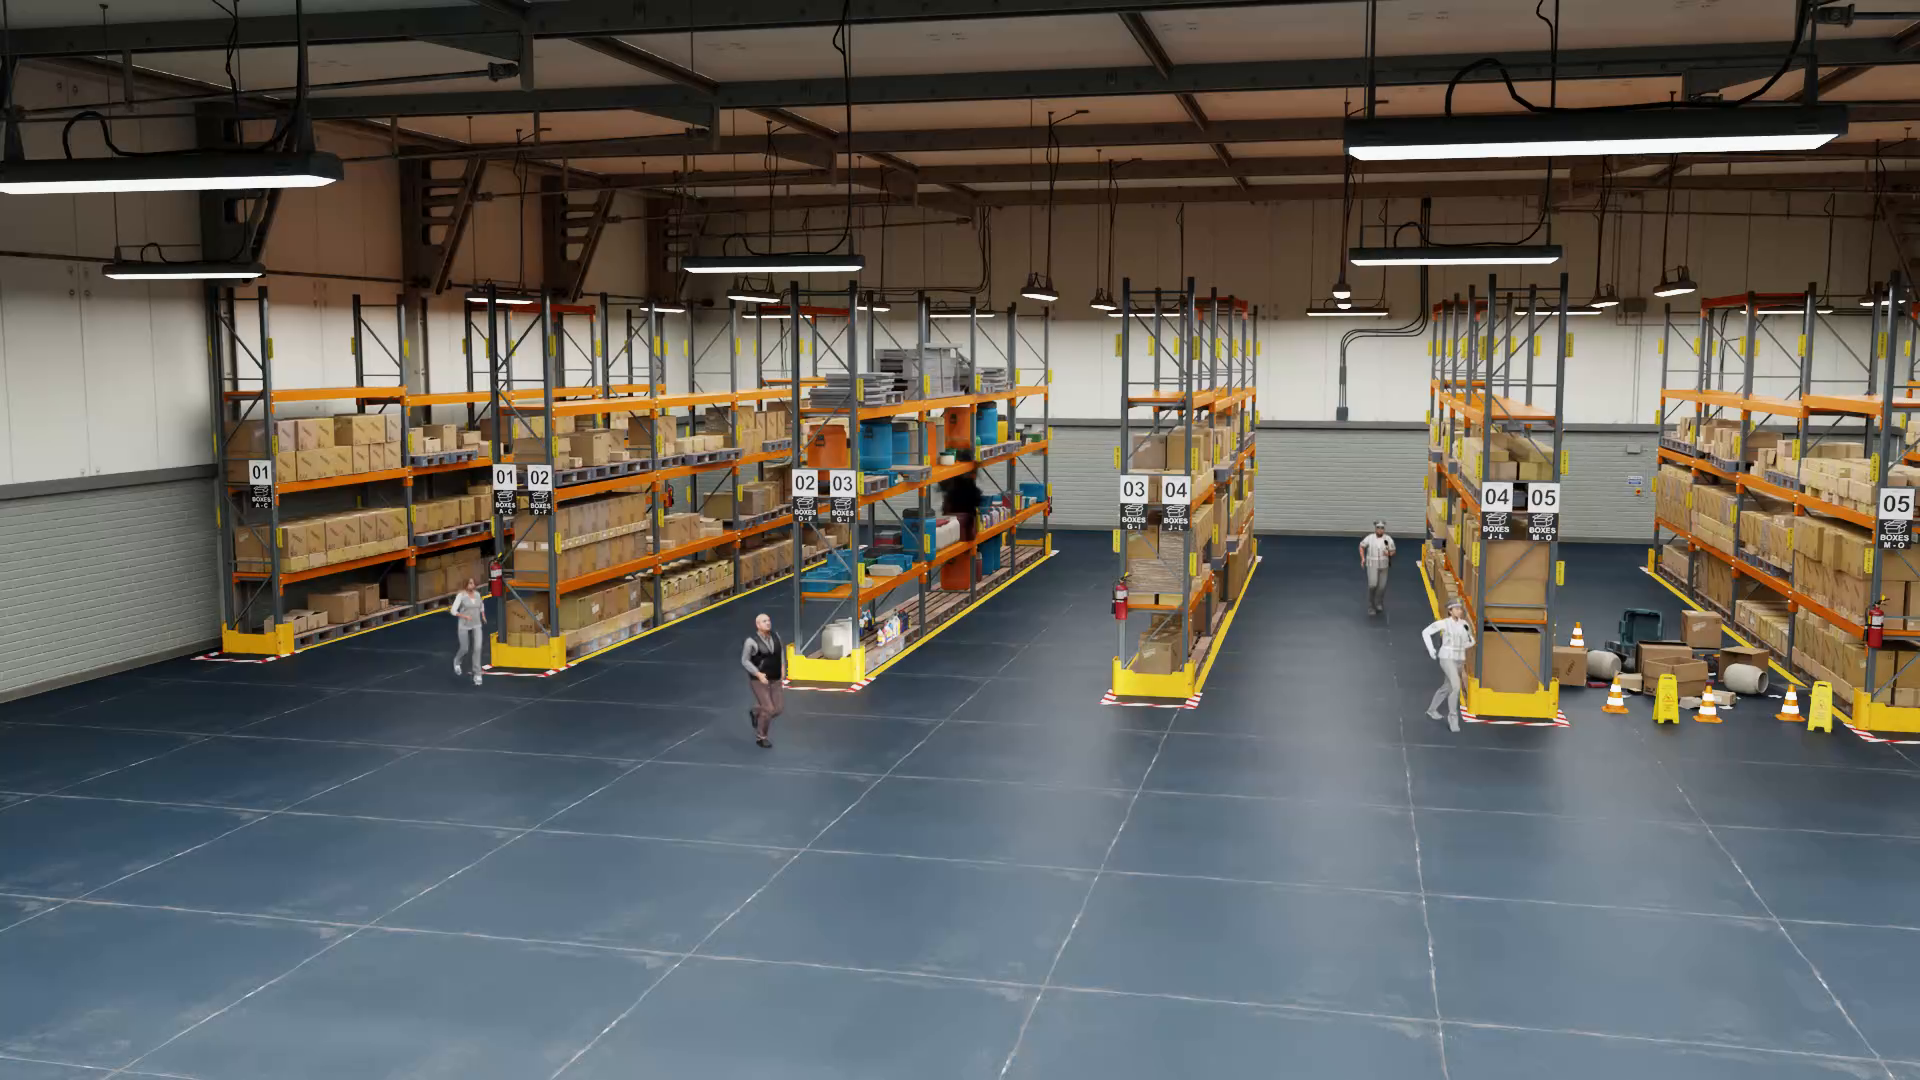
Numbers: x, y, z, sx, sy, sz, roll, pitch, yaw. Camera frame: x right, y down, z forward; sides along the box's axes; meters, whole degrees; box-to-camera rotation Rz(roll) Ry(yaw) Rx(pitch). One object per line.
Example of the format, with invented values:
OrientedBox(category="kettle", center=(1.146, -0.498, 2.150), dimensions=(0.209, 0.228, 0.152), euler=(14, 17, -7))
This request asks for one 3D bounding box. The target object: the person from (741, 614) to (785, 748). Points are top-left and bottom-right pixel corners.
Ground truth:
OrientedBox(category="person", center=(-2.489, 1.767, 21.042), dimensions=(0.677, 1.696, 0.650), euler=(-6, 9, -42))

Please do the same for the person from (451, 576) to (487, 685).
OrientedBox(category="person", center=(-7.358, 1.332, 24.981), dimensions=(0.577, 1.587, 0.897), euler=(-5, 8, -38))

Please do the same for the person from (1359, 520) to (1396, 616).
OrientedBox(category="person", center=(7.887, 0.534, 31.379), dimensions=(0.633, 1.831, 0.743), euler=(0, 7, 4))

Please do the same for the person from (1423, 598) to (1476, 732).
OrientedBox(category="person", center=(6.547, 1.642, 22.139), dimensions=(0.639, 1.759, 0.678), euler=(-4, 8, -31))
